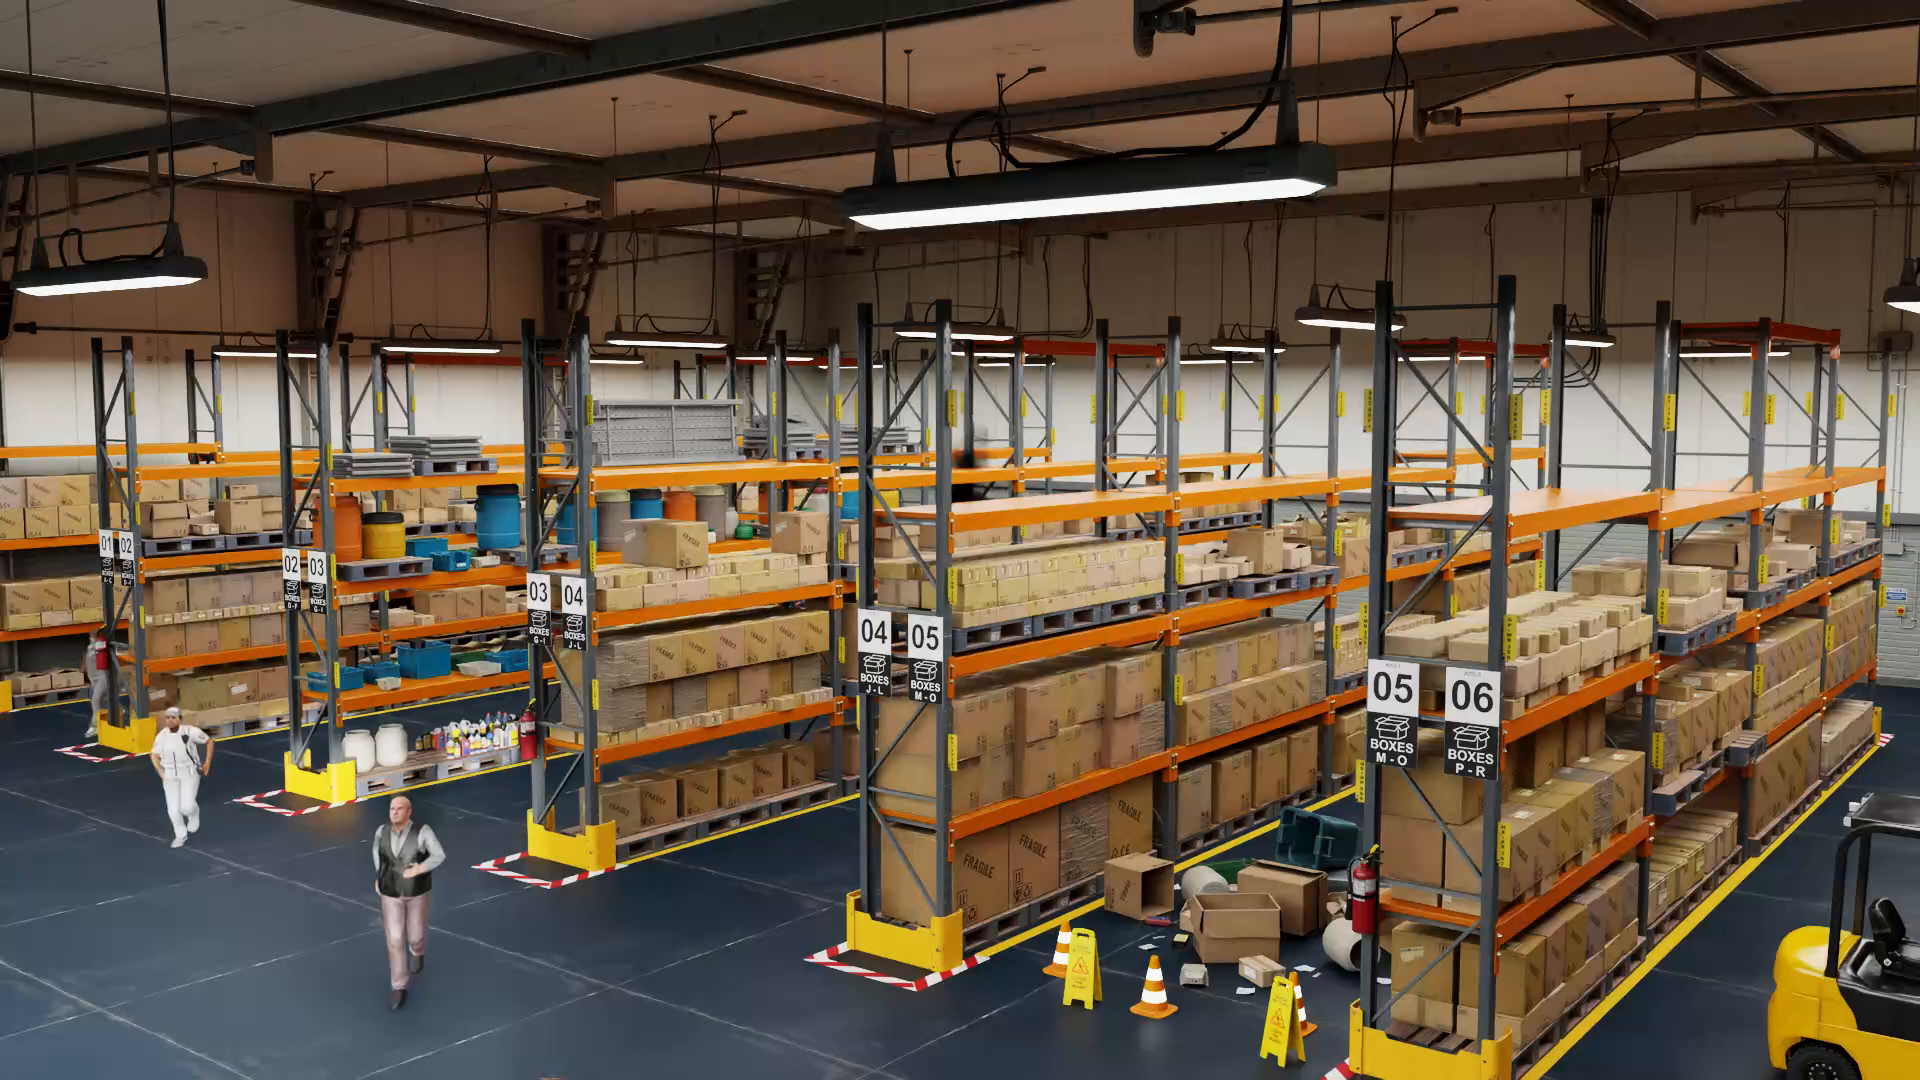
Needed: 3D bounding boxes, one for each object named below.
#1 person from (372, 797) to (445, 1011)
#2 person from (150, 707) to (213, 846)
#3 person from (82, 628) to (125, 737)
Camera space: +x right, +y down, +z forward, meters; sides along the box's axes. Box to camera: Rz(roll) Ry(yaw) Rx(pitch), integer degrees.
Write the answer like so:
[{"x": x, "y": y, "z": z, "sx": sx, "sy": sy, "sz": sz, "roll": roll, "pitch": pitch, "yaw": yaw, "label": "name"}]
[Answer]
[{"x": -4.764, "y": 3.061, "z": 14.355, "sx": 0.648, "sy": 1.736, "sz": 0.890, "roll": -1, "pitch": 5, "yaw": -7, "label": "person"}, {"x": -8.909, "y": 2.711, "z": 19.001, "sx": 0.631, "sy": 1.626, "sz": 0.589, "roll": -1, "pitch": 5, "yaw": -9, "label": "person"}, {"x": -13.152, "y": 2.162, "z": 25.482, "sx": 0.589, "sy": 1.606, "sz": 0.792, "roll": 2, "pitch": 5, "yaw": 25, "label": "person"}]
